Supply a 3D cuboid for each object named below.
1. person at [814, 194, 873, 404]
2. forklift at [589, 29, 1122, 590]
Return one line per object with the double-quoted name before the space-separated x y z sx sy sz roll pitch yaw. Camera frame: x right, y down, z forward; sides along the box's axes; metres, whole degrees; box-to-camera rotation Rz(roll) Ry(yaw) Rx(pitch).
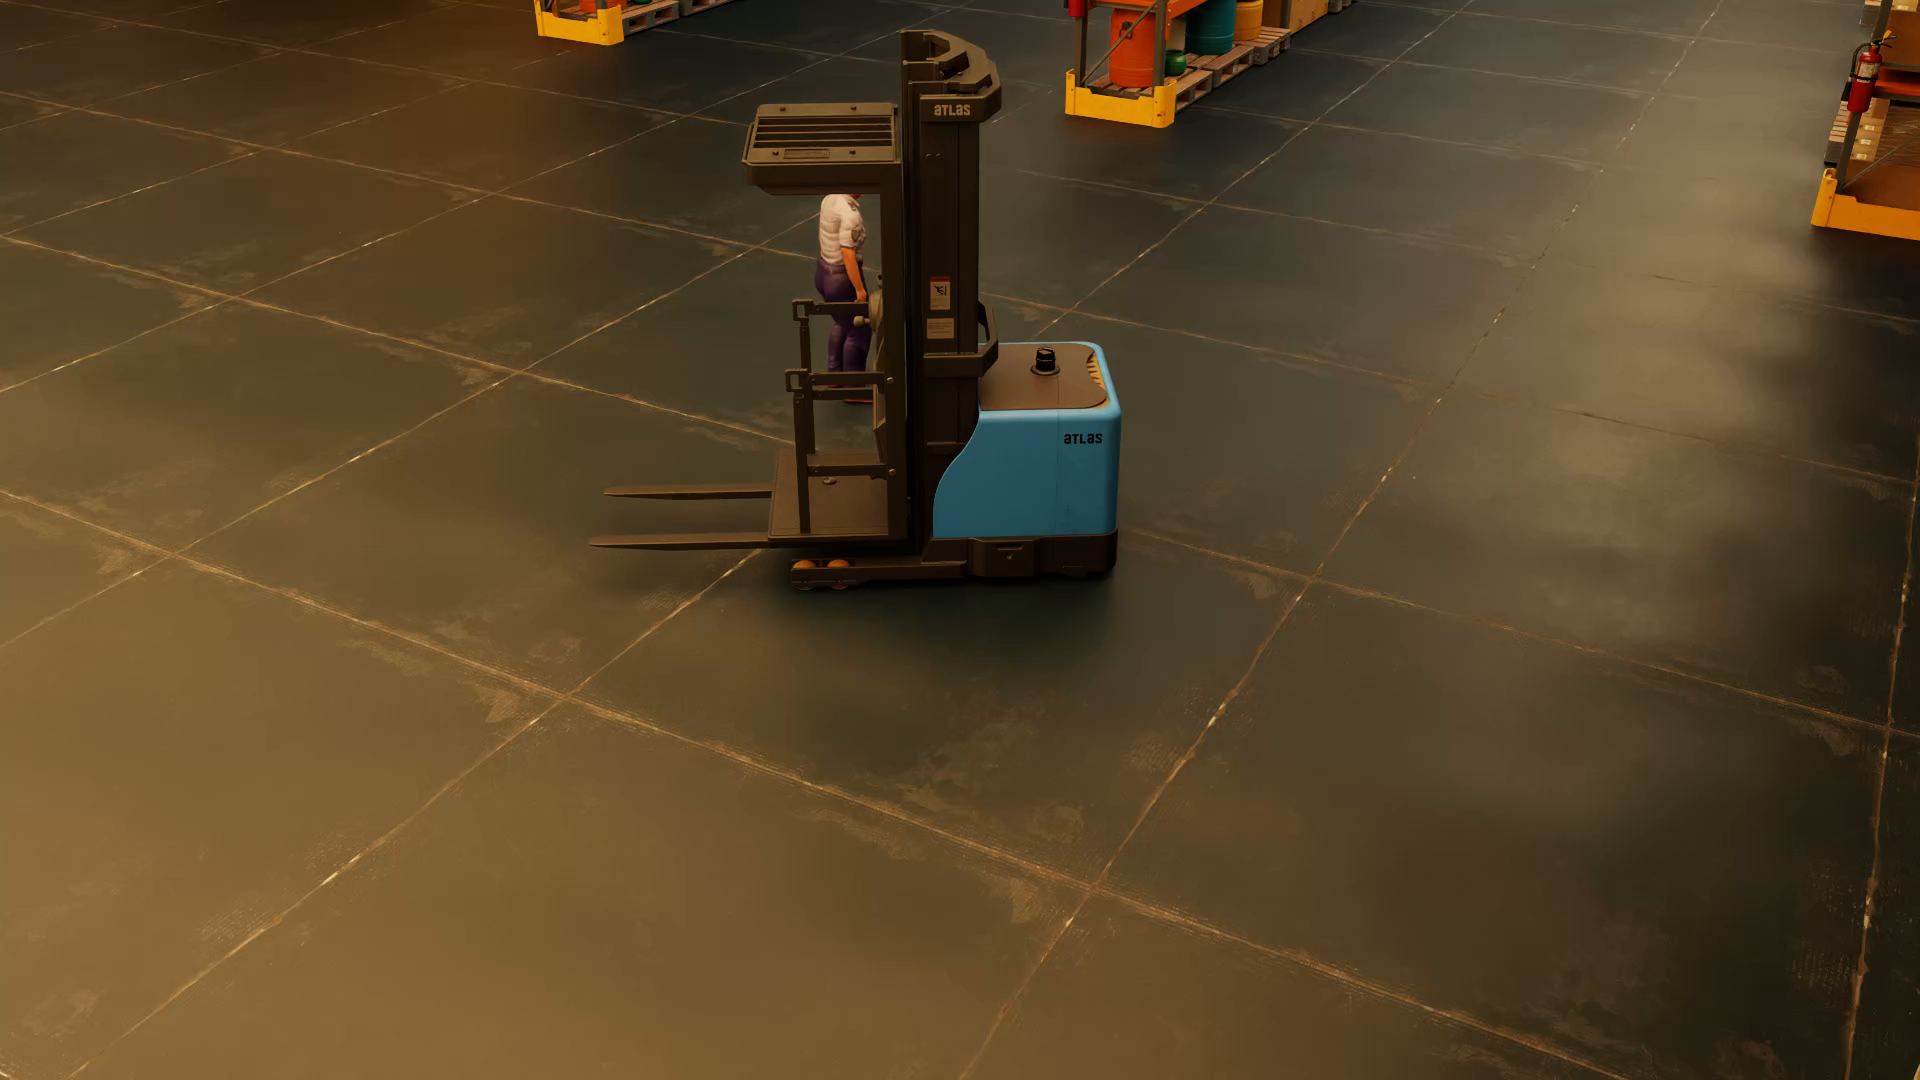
"person" -0.788 -1.775 11.430 0.369 1.650 0.556 -13 32 -21
"forklift" -0.629 -1.254 9.244 3.031 2.935 1.130 -1 30 -2
